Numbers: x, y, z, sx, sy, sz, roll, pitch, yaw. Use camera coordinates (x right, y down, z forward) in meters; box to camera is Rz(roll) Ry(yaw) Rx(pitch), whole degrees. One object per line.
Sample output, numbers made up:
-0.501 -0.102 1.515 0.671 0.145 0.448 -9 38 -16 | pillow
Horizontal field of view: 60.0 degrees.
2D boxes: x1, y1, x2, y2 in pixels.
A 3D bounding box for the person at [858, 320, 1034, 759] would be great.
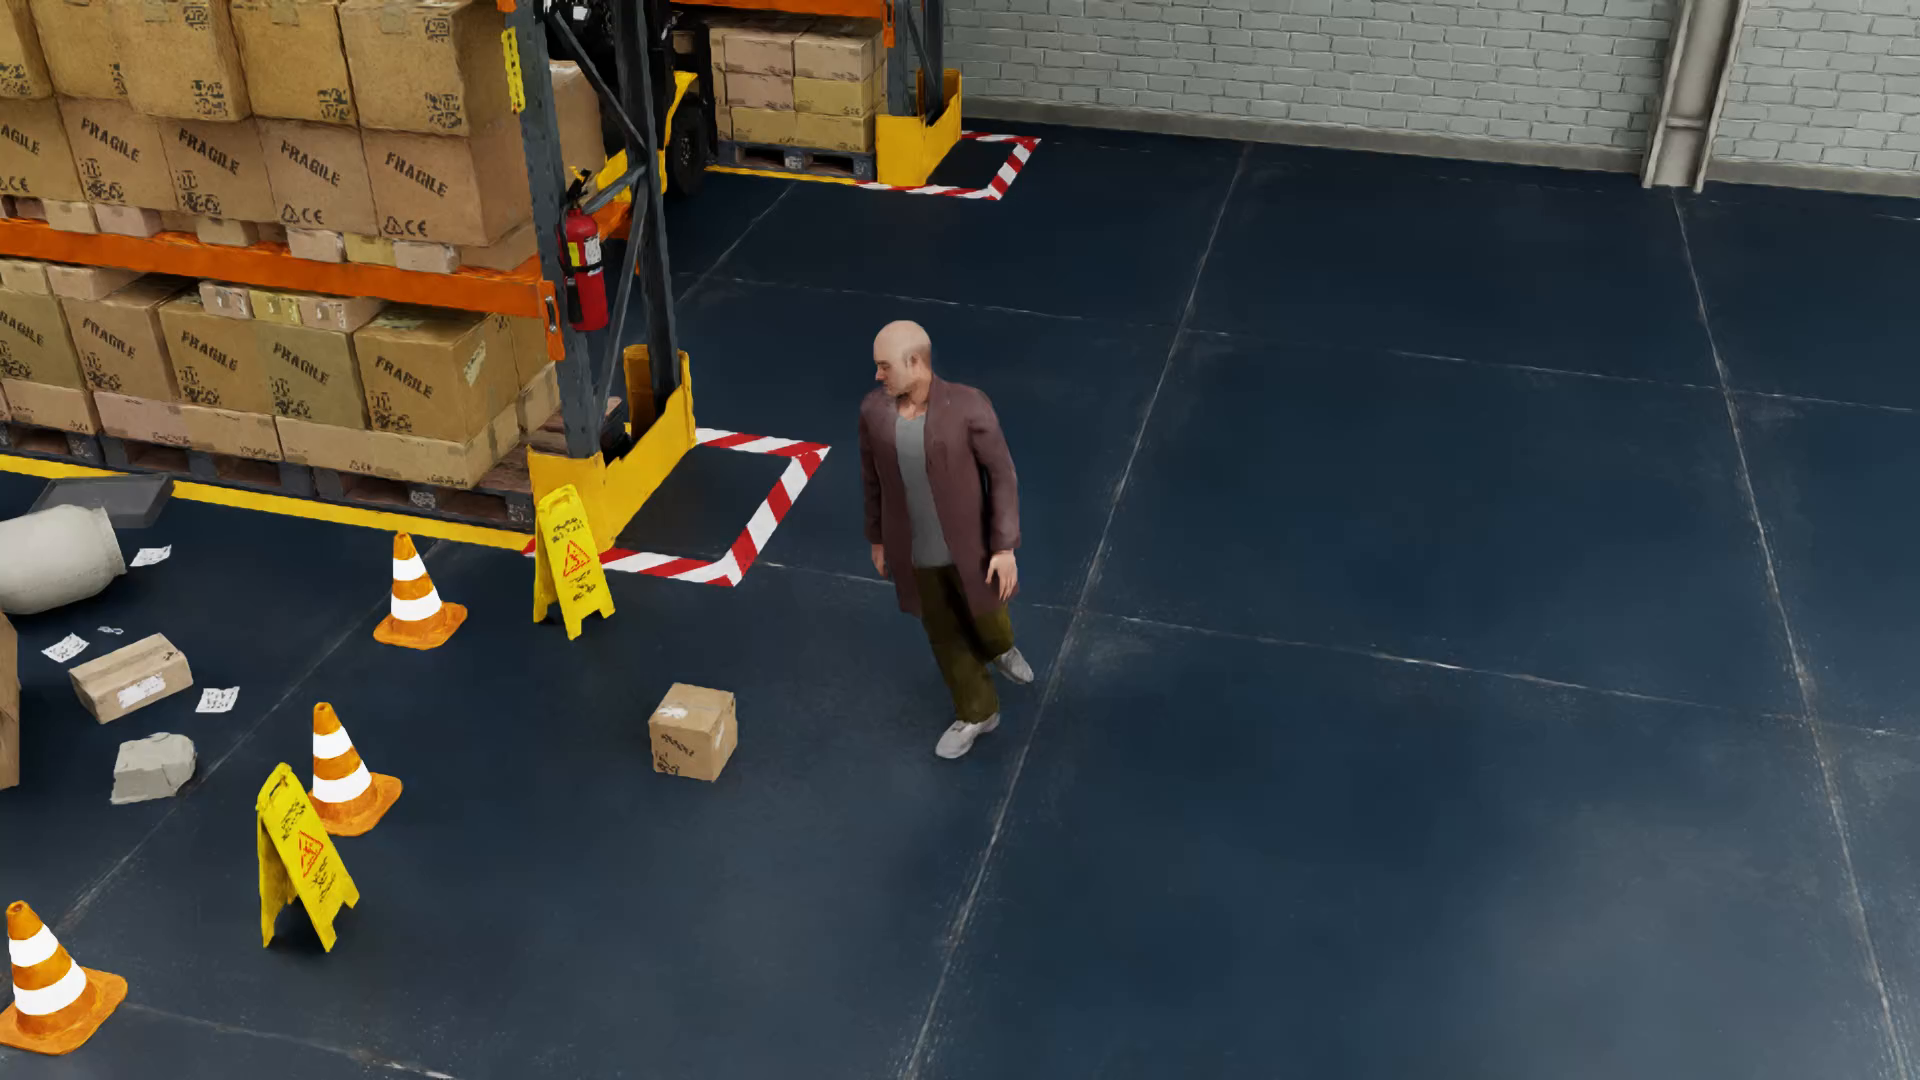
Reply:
-0.049 0.012 6.257 0.648 1.636 0.634 5 33 8 | person
